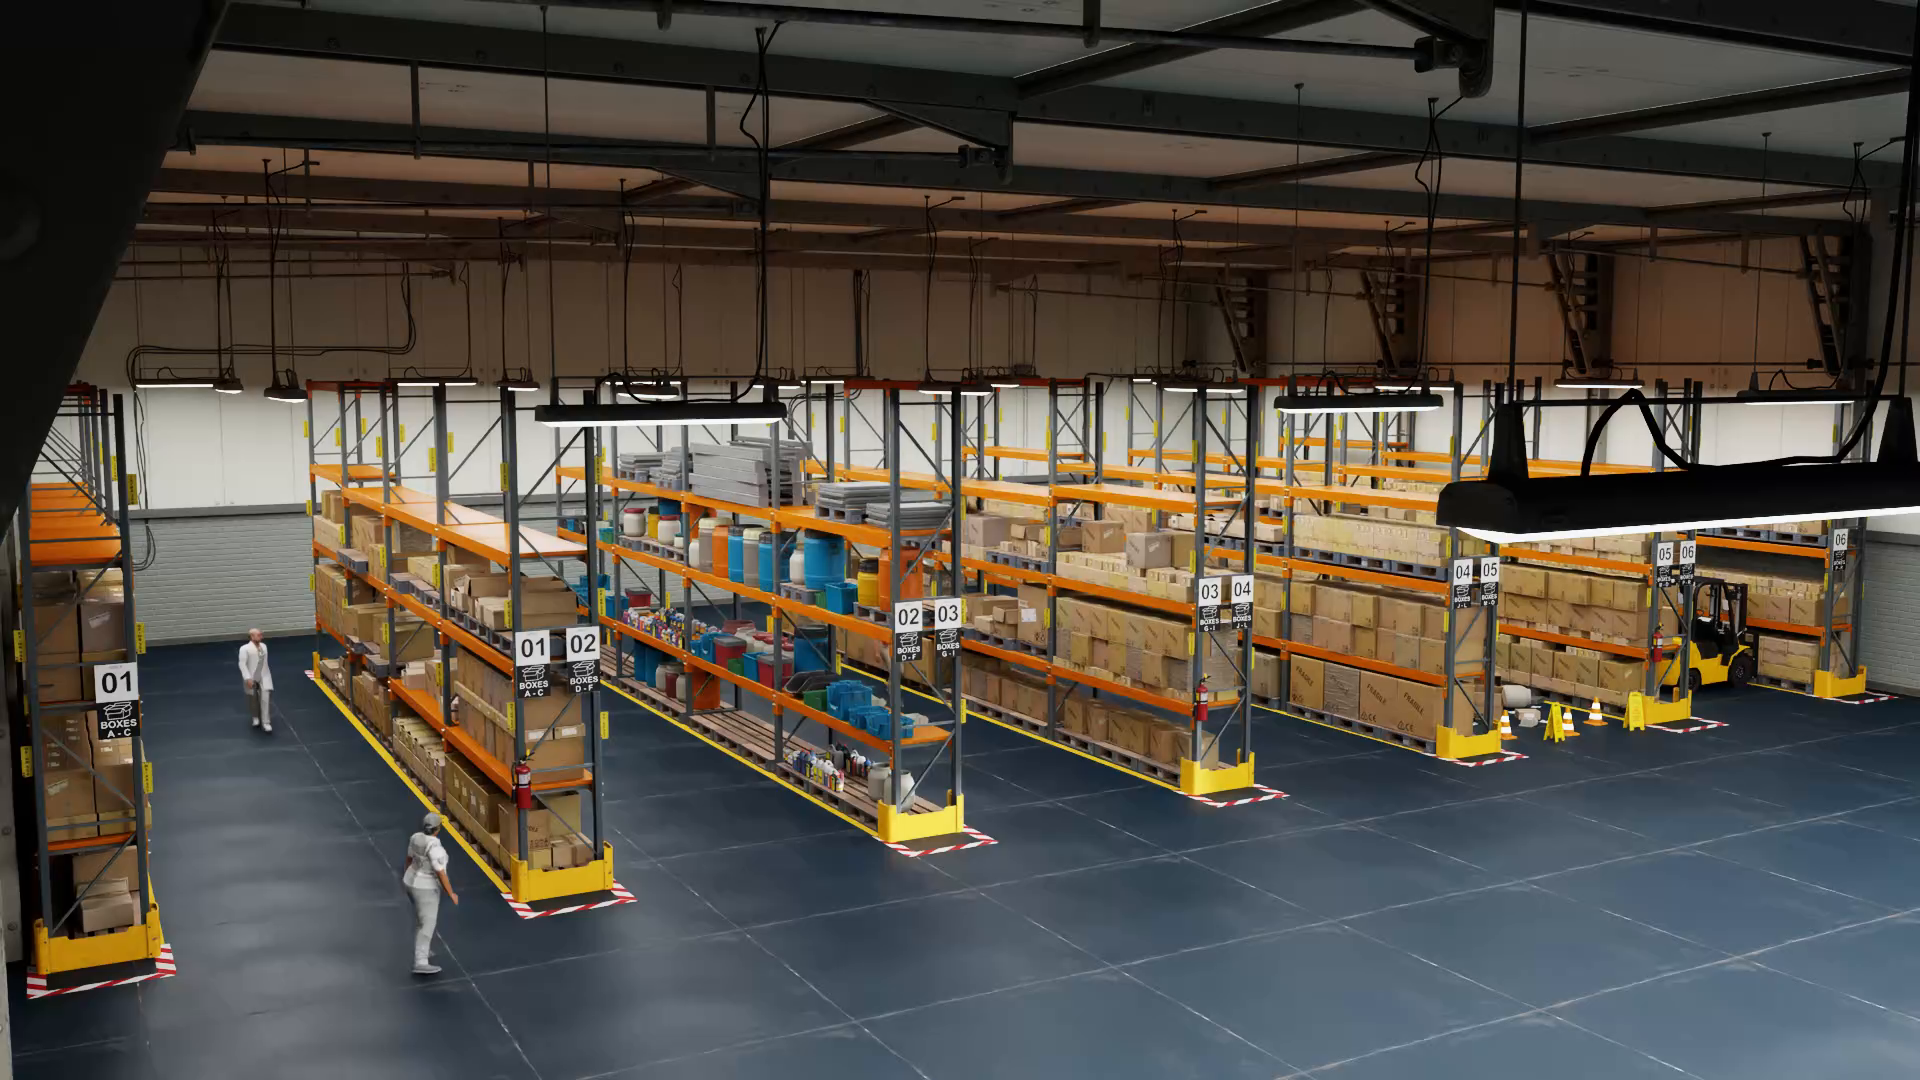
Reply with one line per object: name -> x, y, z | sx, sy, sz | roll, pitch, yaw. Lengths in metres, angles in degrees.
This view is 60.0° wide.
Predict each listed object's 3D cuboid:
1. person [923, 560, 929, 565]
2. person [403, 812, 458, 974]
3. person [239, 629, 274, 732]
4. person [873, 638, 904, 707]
person -> -1.008, 1.098, 41.198 | 0.576, 1.730, 0.996 | 0, 6, 0
person -> -5.615, 3.688, 17.486 | 0.491, 1.700, 0.656 | -5, 8, -39
person -> -12.130, 2.392, 28.673 | 0.531, 1.720, 1.097 | -2, 6, -20
person -> -1.195, 2.103, 30.253 | 0.603, 1.779, 0.662 | -6, 8, -44
